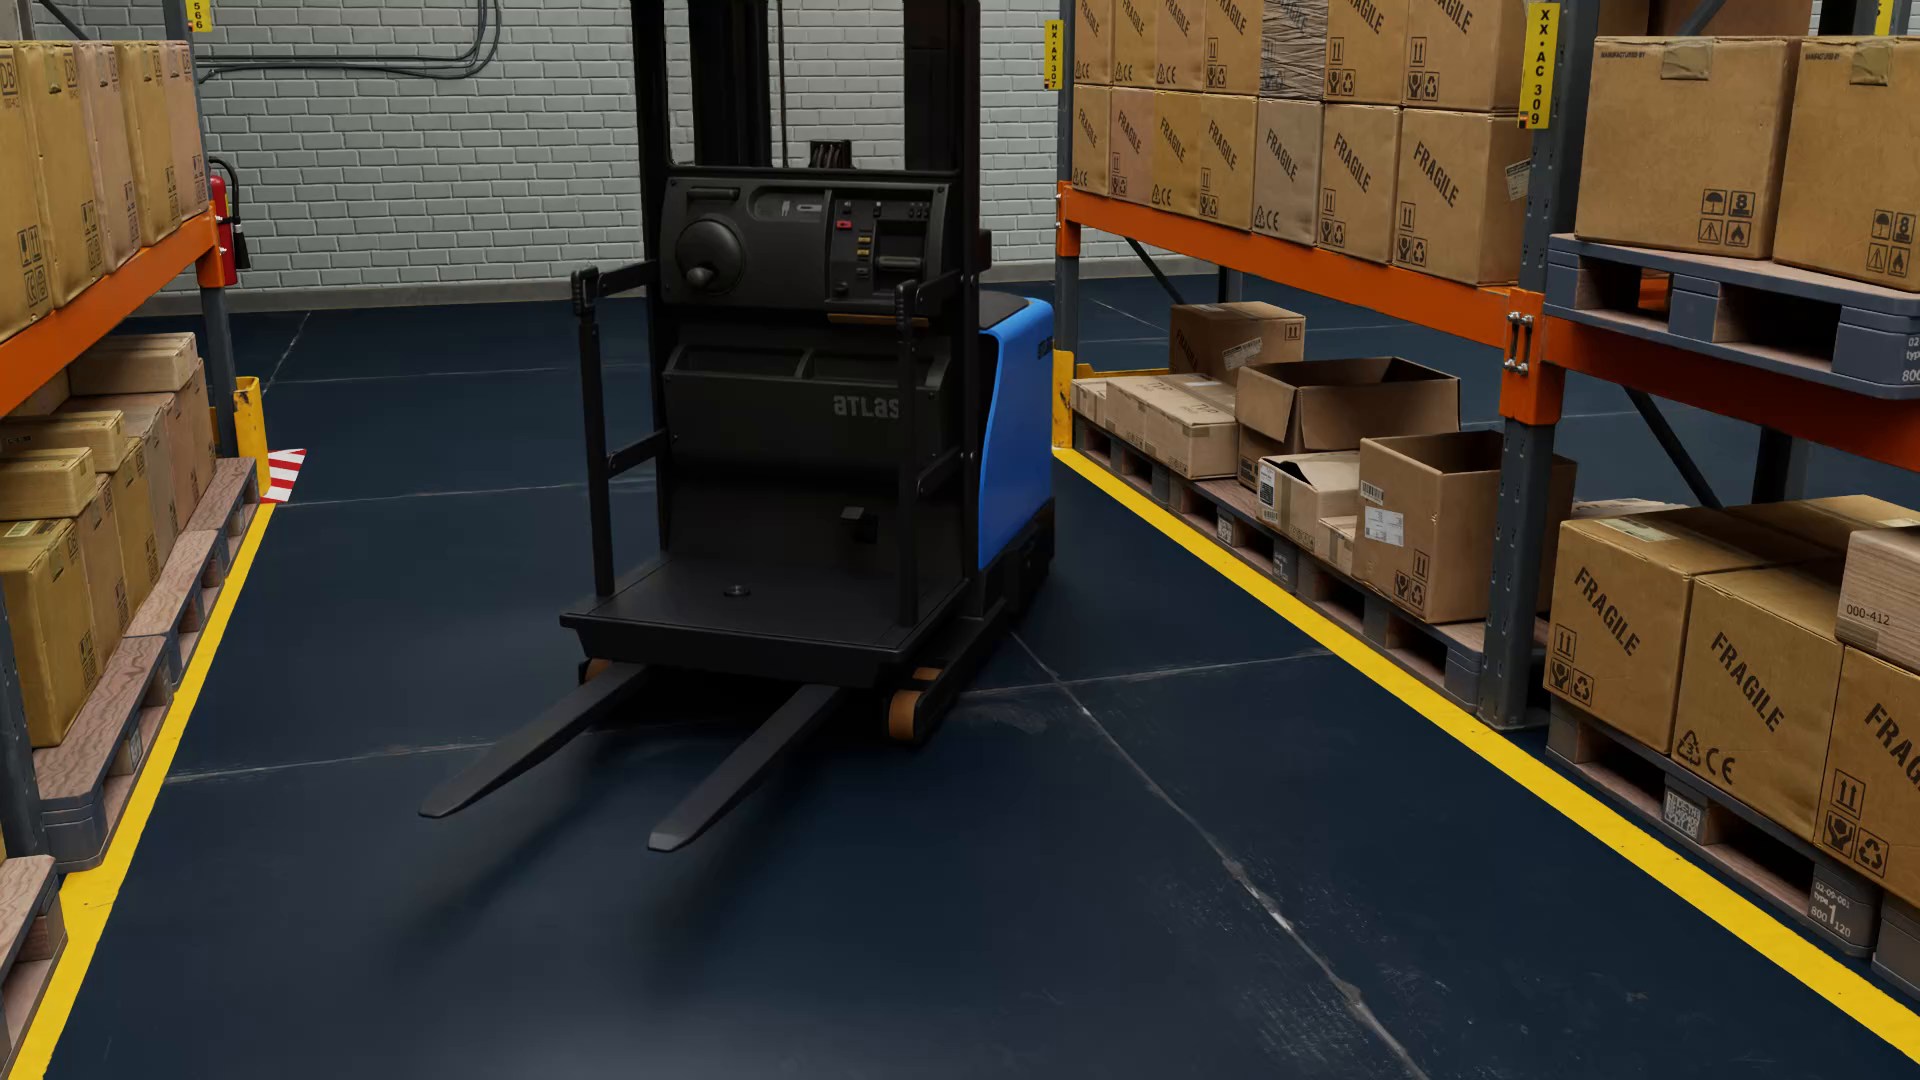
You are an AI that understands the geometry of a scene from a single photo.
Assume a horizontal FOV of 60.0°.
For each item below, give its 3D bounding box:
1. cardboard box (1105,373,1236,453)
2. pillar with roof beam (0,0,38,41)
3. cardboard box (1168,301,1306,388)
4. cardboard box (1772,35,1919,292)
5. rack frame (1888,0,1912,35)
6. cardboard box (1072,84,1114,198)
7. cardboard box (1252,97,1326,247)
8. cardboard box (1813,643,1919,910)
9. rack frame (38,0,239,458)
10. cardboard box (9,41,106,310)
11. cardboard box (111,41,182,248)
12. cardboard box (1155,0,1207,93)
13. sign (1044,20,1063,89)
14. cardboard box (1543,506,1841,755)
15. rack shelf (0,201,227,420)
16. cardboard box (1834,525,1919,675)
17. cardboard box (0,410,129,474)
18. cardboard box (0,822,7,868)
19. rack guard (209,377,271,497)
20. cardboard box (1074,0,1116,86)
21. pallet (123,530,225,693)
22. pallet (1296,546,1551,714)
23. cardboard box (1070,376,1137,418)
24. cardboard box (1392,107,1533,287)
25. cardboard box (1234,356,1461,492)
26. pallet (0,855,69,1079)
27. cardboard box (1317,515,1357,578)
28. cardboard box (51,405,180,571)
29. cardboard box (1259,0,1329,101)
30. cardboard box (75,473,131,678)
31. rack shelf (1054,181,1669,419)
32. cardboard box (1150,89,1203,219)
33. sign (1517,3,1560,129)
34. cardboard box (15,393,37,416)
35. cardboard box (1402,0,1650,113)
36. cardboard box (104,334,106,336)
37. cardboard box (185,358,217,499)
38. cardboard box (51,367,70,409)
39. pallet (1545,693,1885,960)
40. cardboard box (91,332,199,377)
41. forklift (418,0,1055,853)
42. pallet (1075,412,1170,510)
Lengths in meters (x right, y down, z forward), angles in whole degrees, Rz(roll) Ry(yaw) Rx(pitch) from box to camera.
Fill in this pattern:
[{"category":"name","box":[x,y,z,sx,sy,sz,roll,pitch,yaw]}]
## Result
[{"category":"cardboard box","box":[1.000,-0.598,7.743,0.500,0.250,0.500,-5,17,-15]},{"category":"pillar with roof beam","box":[-1.211,-5.515,9.668,9.100,9.000,0.400,-5,17,-15]},{"category":"cardboard box","box":[1.372,-0.898,8.307,0.500,0.500,0.500,-5,17,-15]},{"category":"cardboard box","box":[2.250,-0.824,3.577,0.700,0.500,0.500,-2,17,-6]},{"category":"rack frame","box":[5.749,-2.406,9.747,1.000,3.000,0.127,-5,17,-15]},{"category":"cardboard box","box":[0.854,-1.920,7.954,0.500,0.500,0.500,-4,17,-14]},{"category":"cardboard box","box":[1.414,-1.359,6.089,0.500,0.500,0.500,-4,17,-14]},{"category":"cardboard box","box":[2.271,0.516,3.600,0.500,0.500,0.500,-4,17,-15]},{"category":"rack frame","box":[-3.776,-1.623,7.140,1.000,3.000,0.127,-5,17,-15]},{"category":"cardboard box","box":[-3.006,-1.013,4.590,0.980,0.700,0.700,-5,17,-17]},{"category":"cardboard box","box":[-3.416,-1.426,5.962,0.980,0.700,0.700,-5,17,-16]},{"category":"cardboard box","box":[1.138,-2.116,6.869,0.500,0.500,0.500,-4,17,-14]},{"category":"sign","box":[0.464,-2.387,8.179,0.100,0.325,0.005,-5,17,-15]},{"category":"cardboard box","box":[1.984,0.231,4.550,0.500,0.500,0.500,-6,18,-18]},{"category":"rack shelf","box":[-3.227,-0.725,5.401,1.077,0.370,4.000,-5,17,-15]},{"category":"cardboard box","box":[2.258,0.148,3.521,0.500,0.250,0.500,-5,17,-15]},{"category":"cardboard box","box":[-2.846,-0.299,5.222,0.380,0.149,0.250,-5,17,-17]},{"category":"cardboard box","box":[-2.373,0.482,3.141,0.750,0.750,0.750,-4,17,-15]},{"category":"rack guard","box":[-3.783,-0.432,7.521,1.175,0.500,0.348,-5,17,-15]},{"category":"cardboard box","box":[0.854,-2.398,7.811,0.500,0.500,0.500,-4,17,-14]},{"category":"pallet","box":[-3.150,0.265,5.704,1.003,0.211,1.213,-5,17,-15]},{"category":"pallet","box":[1.897,0.237,5.797,1.003,0.211,1.213,-5,17,-15]},{"category":"cardboard box","box":[0.770,-0.718,8.318,0.380,0.149,0.250,-5,17,-15]},{"category":"cardboard box","box":[1.701,-1.075,5.142,0.500,0.500,0.500,-4,17,-14]},{"category":"cardboard box","box":[1.564,-0.443,6.788,0.797,0.503,0.637,-5,17,-15]},{"category":"pallet","box":[-2.392,1.027,3.167,1.003,0.211,1.213,-5,17,-15]},{"category":"cardboard box","box":[1.495,0.012,5.890,0.380,0.149,0.250,-5,17,-15]},{"category":"cardboard box","box":[-3.211,-0.163,5.897,0.700,0.500,0.500,-5,18,-17]},{"category":"cardboard box","box":[1.415,-1.836,5.938,0.500,0.500,0.500,-5,17,-15]},{"category":"cardboard box","box":[-2.919,0.126,4.934,0.700,0.500,0.500,-5,17,-16]},{"category":"rack shelf","box":[1.535,-1.117,6.709,1.077,0.370,4.000,-5,17,-15]},{"category":"cardboard box","box":[1.136,-1.638,7.018,0.500,0.500,0.500,-5,17,-15]},{"category":"sign","box":[1.565,-1.278,4.489,0.100,0.325,0.005,-5,17,-15]},{"category":"cardboard box","box":[-3.364,-0.420,5.623,0.380,0.149,0.250,-5,17,-15]},{"category":"cardboard box","box":[1.697,-1.555,5.003,0.500,0.500,0.500,-5,17,-15]},{"category":"cardboard box","box":[-3.714,-0.770,6.790,0.380,0.149,0.250,-5,17,-15]},{"category":"cardboard box","box":[-3.488,-0.441,6.820,0.700,0.500,0.500,-5,17,-15]},{"category":"cardboard box","box":[-3.506,-0.561,6.093,0.380,0.149,0.250,-5,17,-15]},{"category":"pallet","box":[2.345,0.649,4.426,1.003,0.211,1.213,-5,17,-15]},{"category":"cardboard box","box":[-3.277,-0.730,6.657,0.380,0.149,0.250,-5,17,-16]},{"category":"forklift","box":[-0.547,-0.923,4.929,1.130,2.935,3.031,5,17,16]},{"category":"pallet","box":[1.227,-0.438,8.044,1.003,0.211,1.213,-5,17,-15]}]
